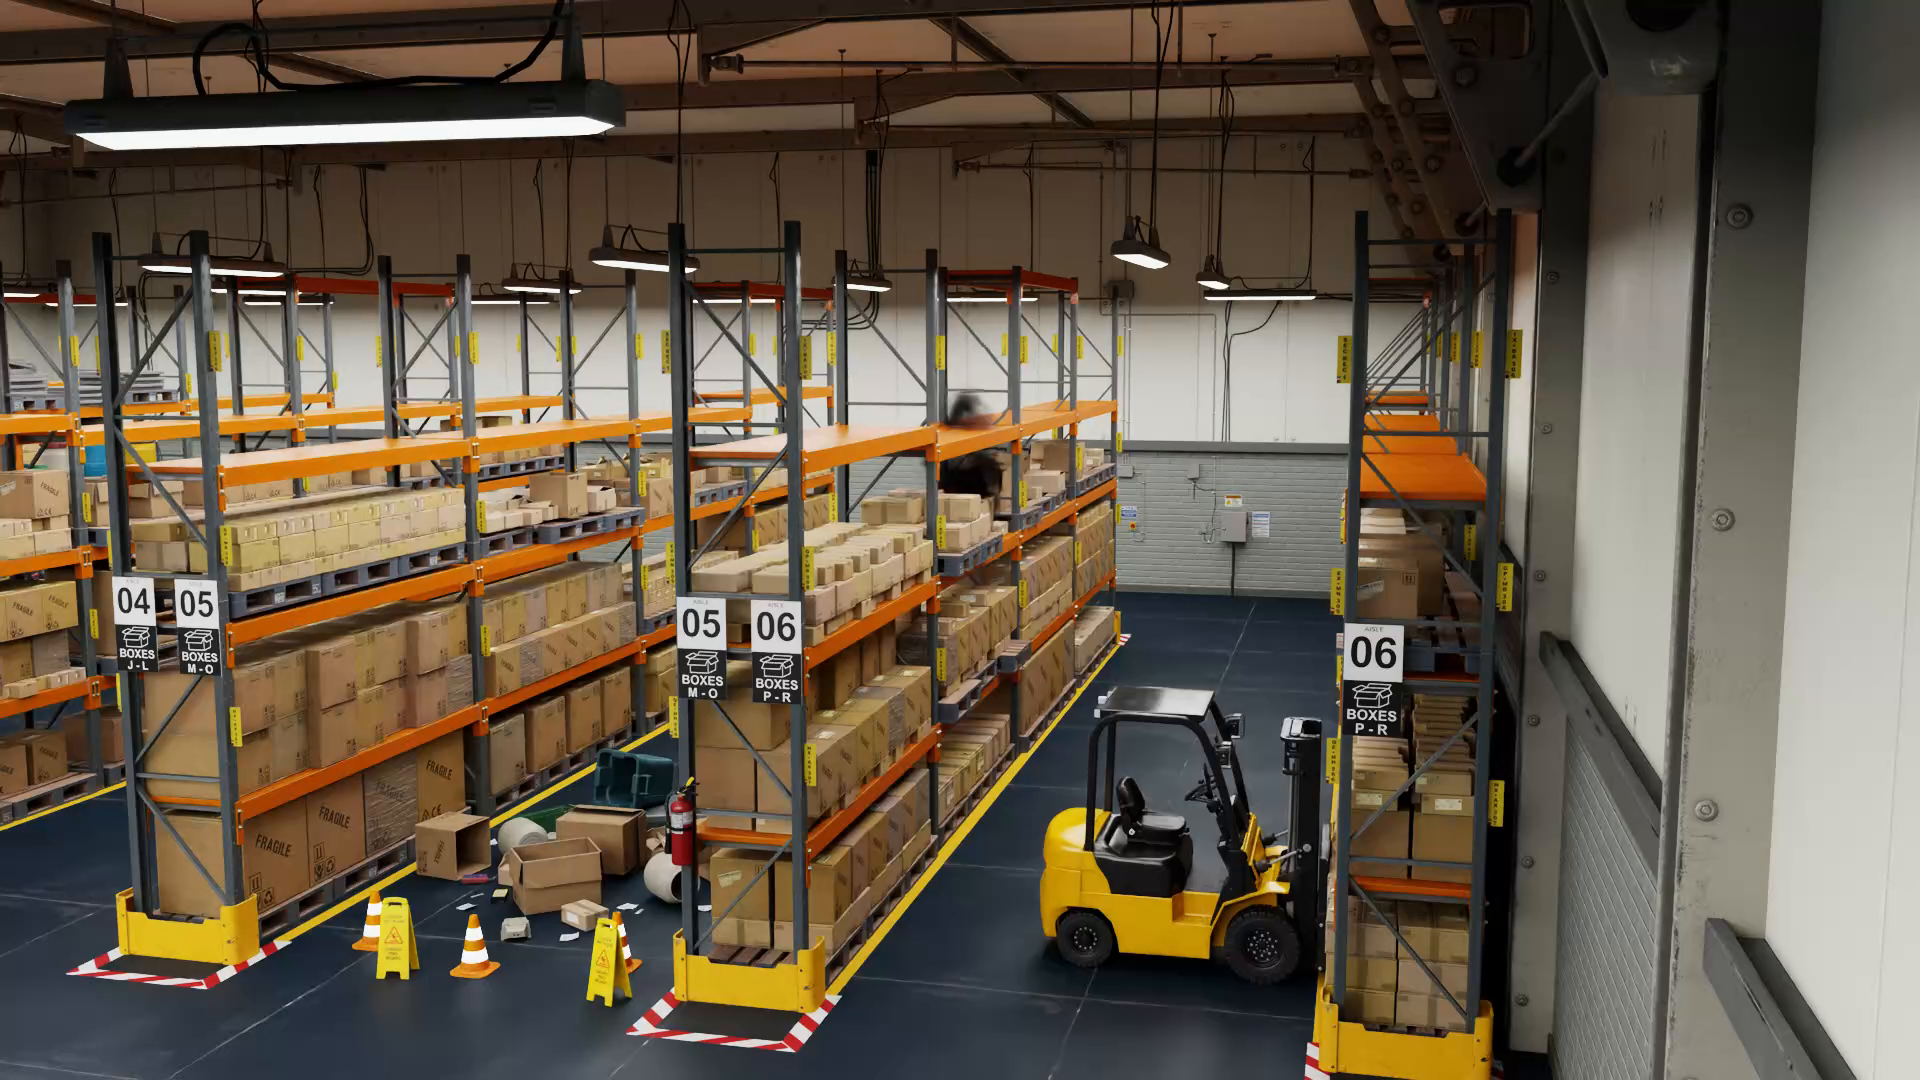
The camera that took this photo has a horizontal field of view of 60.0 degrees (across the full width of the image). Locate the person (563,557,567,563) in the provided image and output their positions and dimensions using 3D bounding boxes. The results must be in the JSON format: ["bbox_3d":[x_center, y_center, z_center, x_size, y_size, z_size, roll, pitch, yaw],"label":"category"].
[{"bbox_3d":[-6.401,1.040,27.472,0.513,1.593,0.856,1,7,6],"label":"person"}]
